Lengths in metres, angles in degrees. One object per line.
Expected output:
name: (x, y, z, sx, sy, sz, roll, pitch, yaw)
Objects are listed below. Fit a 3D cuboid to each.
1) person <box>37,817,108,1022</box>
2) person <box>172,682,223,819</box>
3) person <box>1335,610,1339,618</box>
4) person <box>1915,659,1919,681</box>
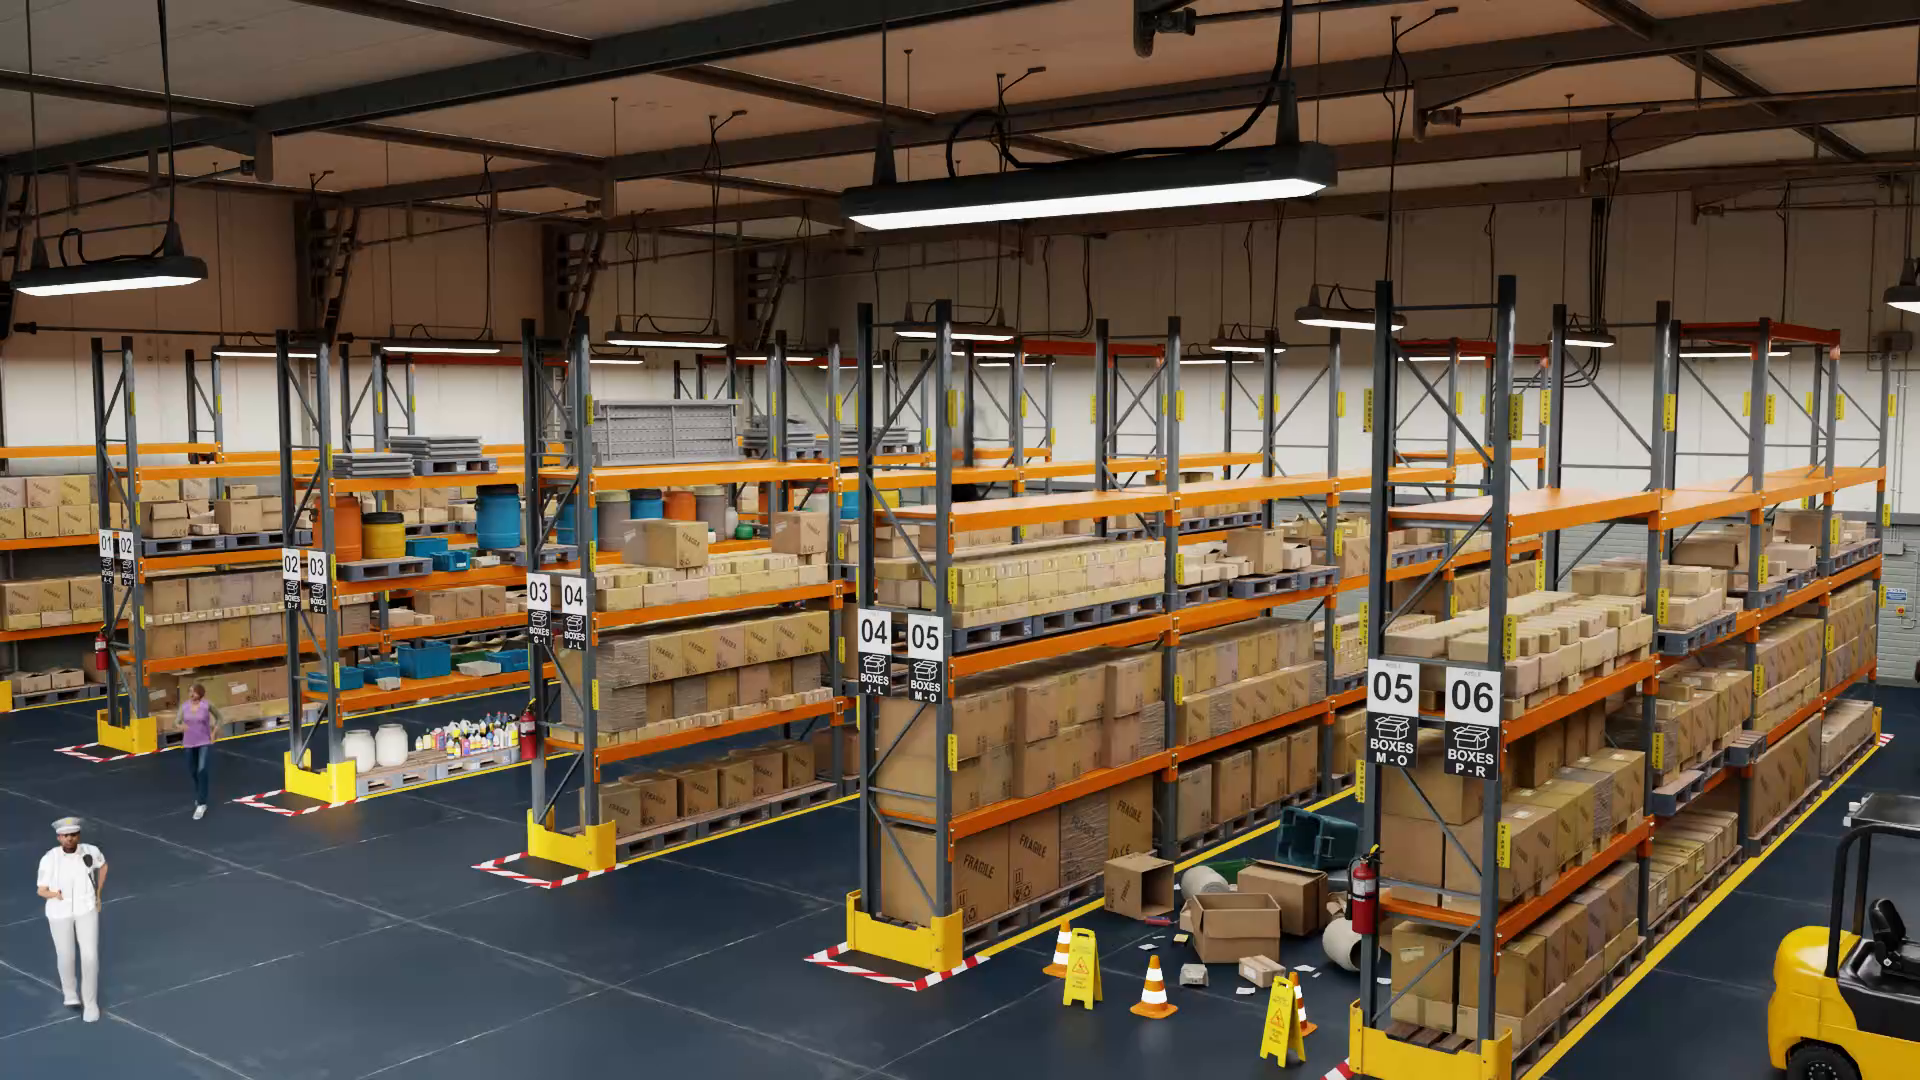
person: (-7.348, 3.133, 13.800, 0.523, 1.733, 0.765, -3, 6, -27)
person: (-9.438, 2.566, 20.565, 0.534, 1.628, 0.753, -1, 5, -6)
person: (5.996, 1.988, 26.605, 0.760, 1.763, 0.706, -4, 7, -42)
person: (13.817, 2.249, 23.413, 0.675, 1.790, 0.762, 3, 6, 30)
